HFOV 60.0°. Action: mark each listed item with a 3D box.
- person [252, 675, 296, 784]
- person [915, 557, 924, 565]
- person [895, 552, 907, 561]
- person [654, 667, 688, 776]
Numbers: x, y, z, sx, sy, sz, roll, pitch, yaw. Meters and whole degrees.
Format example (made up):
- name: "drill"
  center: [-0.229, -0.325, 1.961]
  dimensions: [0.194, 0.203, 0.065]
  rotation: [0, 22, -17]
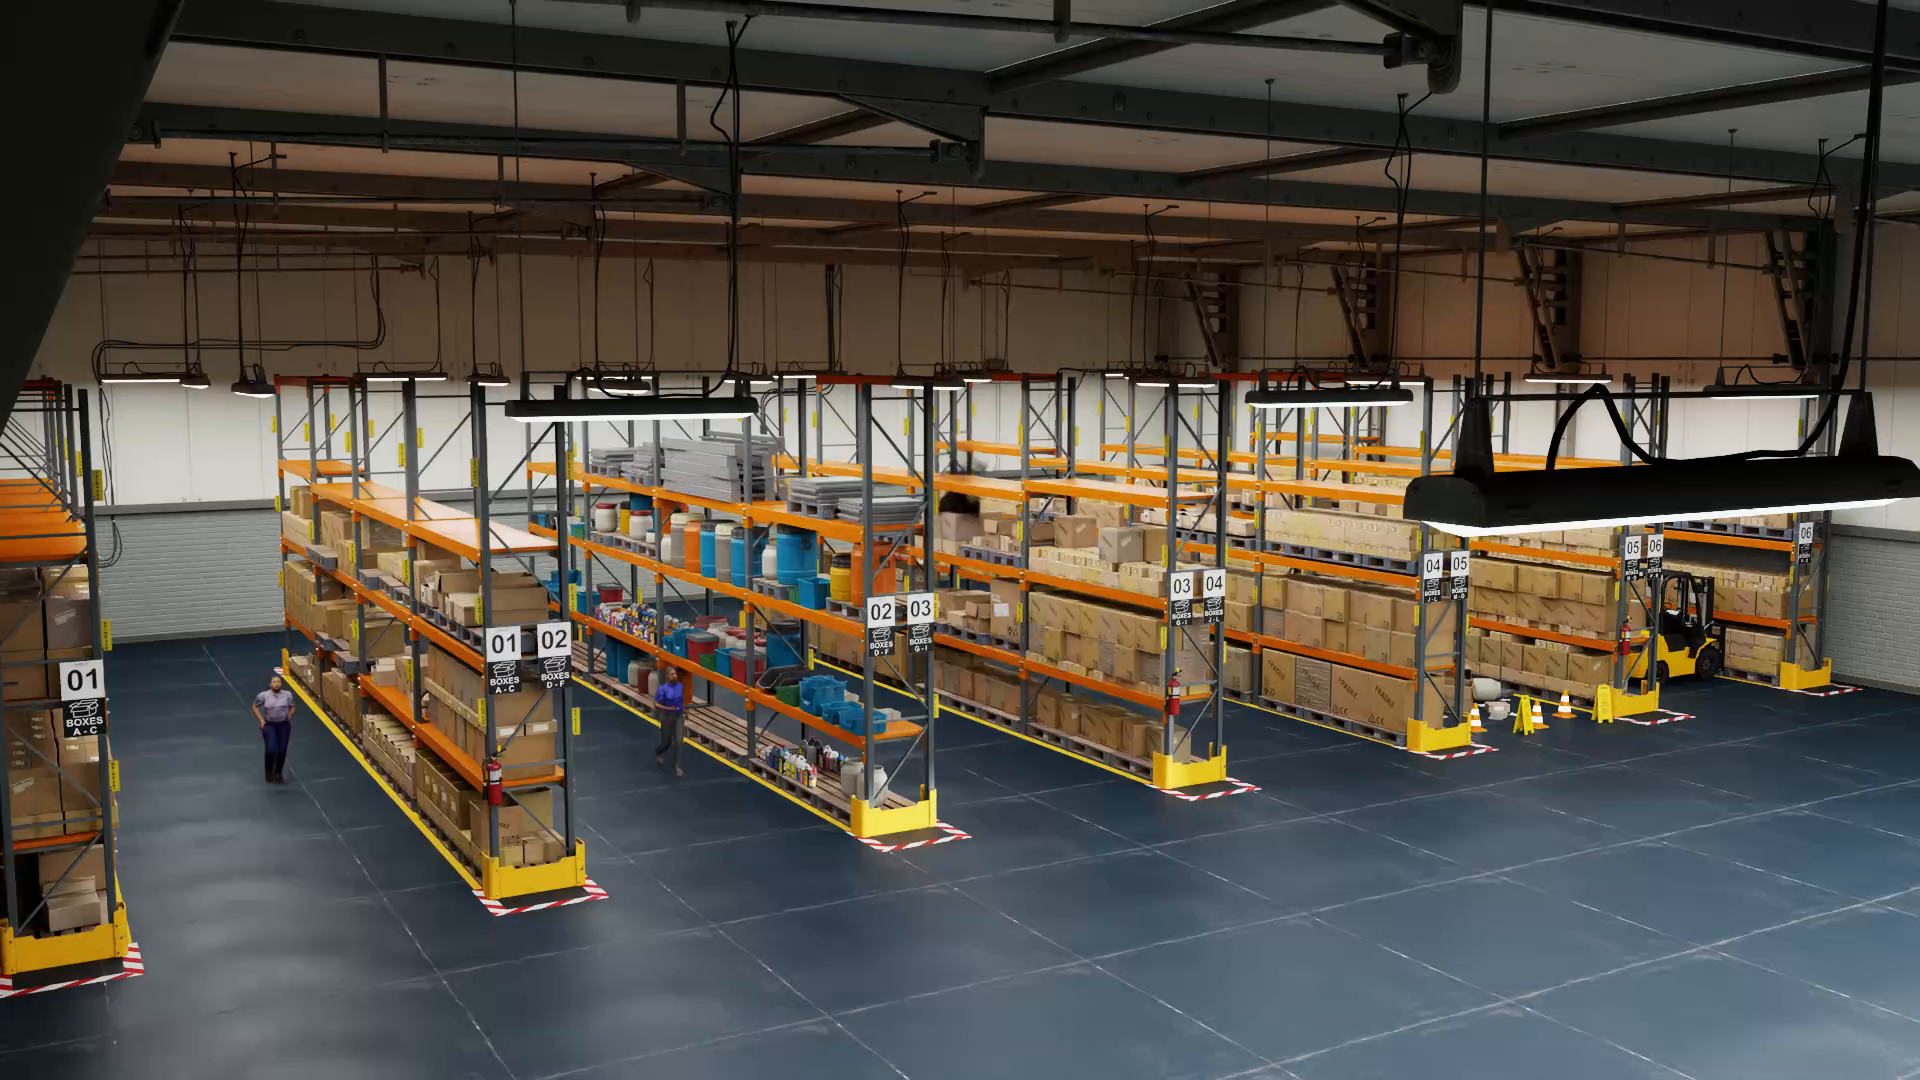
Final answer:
- name: "person"
  center: [-10.179, 2.820, 24.766]
  dimensions: [0.577, 1.630, 0.633]
  rotation: [-4, 8, -34]
- name: "person"
  center: [-1.059, 0.961, 41.939]
  dimensions: [0.499, 1.573, 0.683]
  rotation: [-5, 8, -37]
- name: "person"
  center: [-1.550, 1.025, 40.954]
  dimensions: [0.761, 1.686, 0.638]
  rotation: [3, 7, 25]
- name: "person"
  center: [-4.411, 2.737, 25.379]
  dimensions: [0.579, 1.625, 0.794]
  rotation: [-4, 8, -35]
